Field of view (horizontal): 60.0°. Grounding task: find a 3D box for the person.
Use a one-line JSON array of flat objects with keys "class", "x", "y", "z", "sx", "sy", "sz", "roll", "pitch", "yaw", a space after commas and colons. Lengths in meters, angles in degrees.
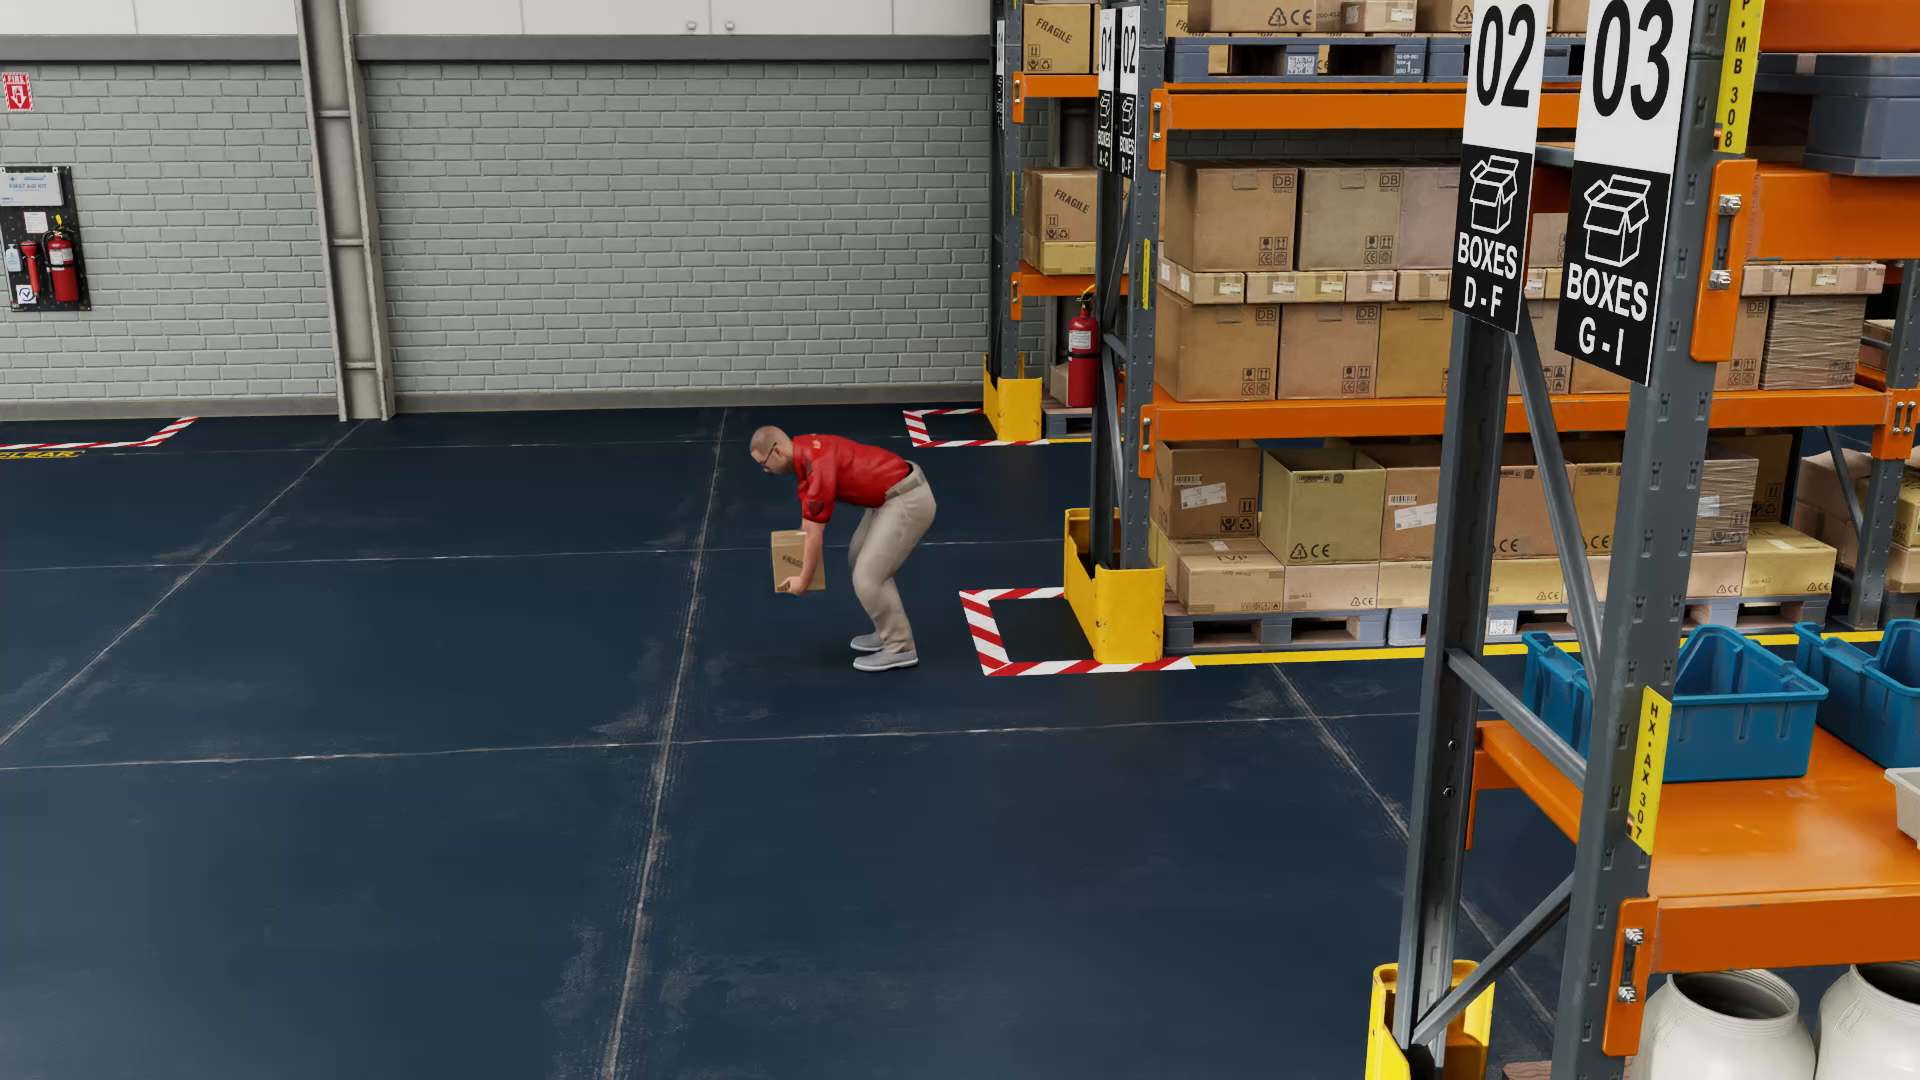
[{"class": "person", "x": -0.580, "y": 0.018, "z": 8.365, "sx": 0.915, "sy": 1.243, "sz": 0.506, "roll": -2, "pitch": 17, "yaw": -8}]
